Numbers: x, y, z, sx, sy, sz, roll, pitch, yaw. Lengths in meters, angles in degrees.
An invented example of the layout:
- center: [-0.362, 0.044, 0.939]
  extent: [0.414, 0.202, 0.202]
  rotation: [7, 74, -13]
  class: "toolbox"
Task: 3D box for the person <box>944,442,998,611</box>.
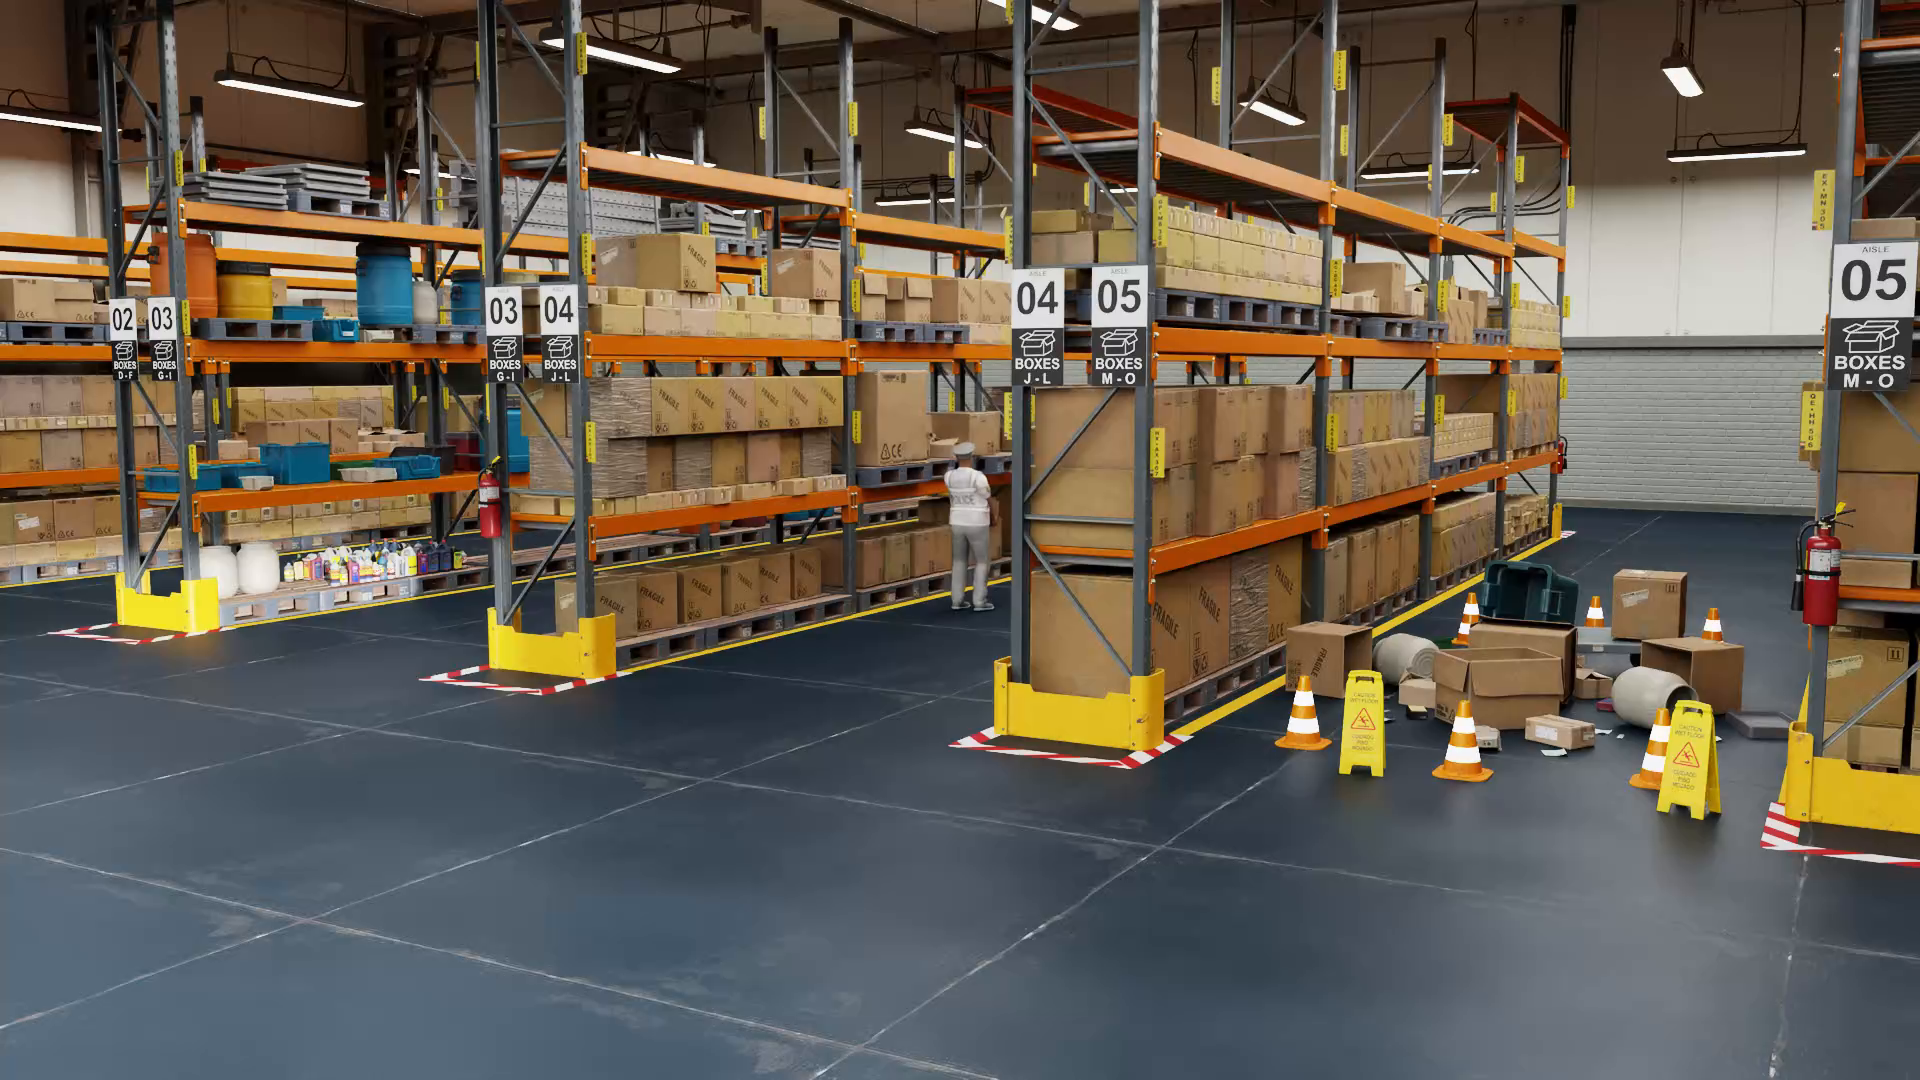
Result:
- center: [0.129, -0.148, 17.468]
  extent: [0.494, 1.761, 0.572]
  rotation: [3, 7, 29]
  class: "person"
